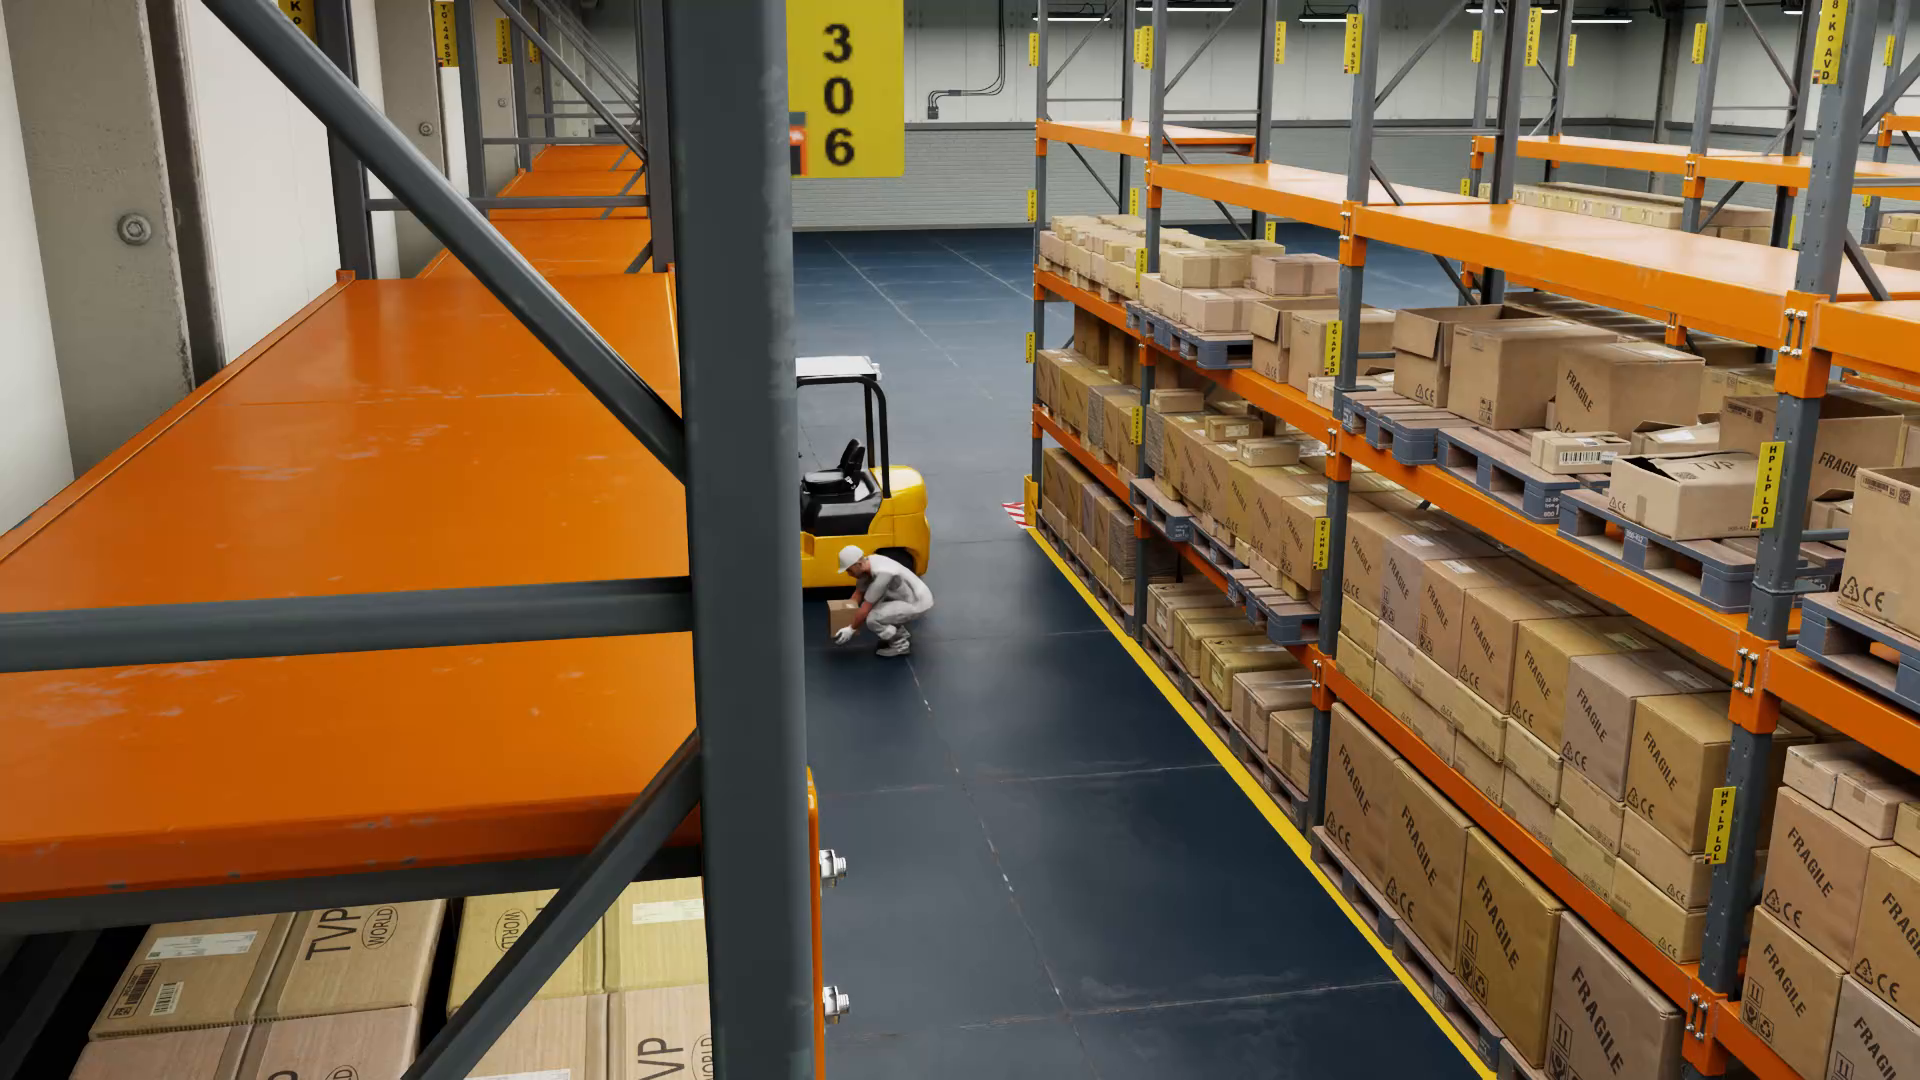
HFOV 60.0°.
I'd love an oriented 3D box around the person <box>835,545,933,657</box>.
[{"bbox_3d":[-0.665,0.498,14.221,0.875,0.991,0.569,-3,16,-10],"label":"person"}]
